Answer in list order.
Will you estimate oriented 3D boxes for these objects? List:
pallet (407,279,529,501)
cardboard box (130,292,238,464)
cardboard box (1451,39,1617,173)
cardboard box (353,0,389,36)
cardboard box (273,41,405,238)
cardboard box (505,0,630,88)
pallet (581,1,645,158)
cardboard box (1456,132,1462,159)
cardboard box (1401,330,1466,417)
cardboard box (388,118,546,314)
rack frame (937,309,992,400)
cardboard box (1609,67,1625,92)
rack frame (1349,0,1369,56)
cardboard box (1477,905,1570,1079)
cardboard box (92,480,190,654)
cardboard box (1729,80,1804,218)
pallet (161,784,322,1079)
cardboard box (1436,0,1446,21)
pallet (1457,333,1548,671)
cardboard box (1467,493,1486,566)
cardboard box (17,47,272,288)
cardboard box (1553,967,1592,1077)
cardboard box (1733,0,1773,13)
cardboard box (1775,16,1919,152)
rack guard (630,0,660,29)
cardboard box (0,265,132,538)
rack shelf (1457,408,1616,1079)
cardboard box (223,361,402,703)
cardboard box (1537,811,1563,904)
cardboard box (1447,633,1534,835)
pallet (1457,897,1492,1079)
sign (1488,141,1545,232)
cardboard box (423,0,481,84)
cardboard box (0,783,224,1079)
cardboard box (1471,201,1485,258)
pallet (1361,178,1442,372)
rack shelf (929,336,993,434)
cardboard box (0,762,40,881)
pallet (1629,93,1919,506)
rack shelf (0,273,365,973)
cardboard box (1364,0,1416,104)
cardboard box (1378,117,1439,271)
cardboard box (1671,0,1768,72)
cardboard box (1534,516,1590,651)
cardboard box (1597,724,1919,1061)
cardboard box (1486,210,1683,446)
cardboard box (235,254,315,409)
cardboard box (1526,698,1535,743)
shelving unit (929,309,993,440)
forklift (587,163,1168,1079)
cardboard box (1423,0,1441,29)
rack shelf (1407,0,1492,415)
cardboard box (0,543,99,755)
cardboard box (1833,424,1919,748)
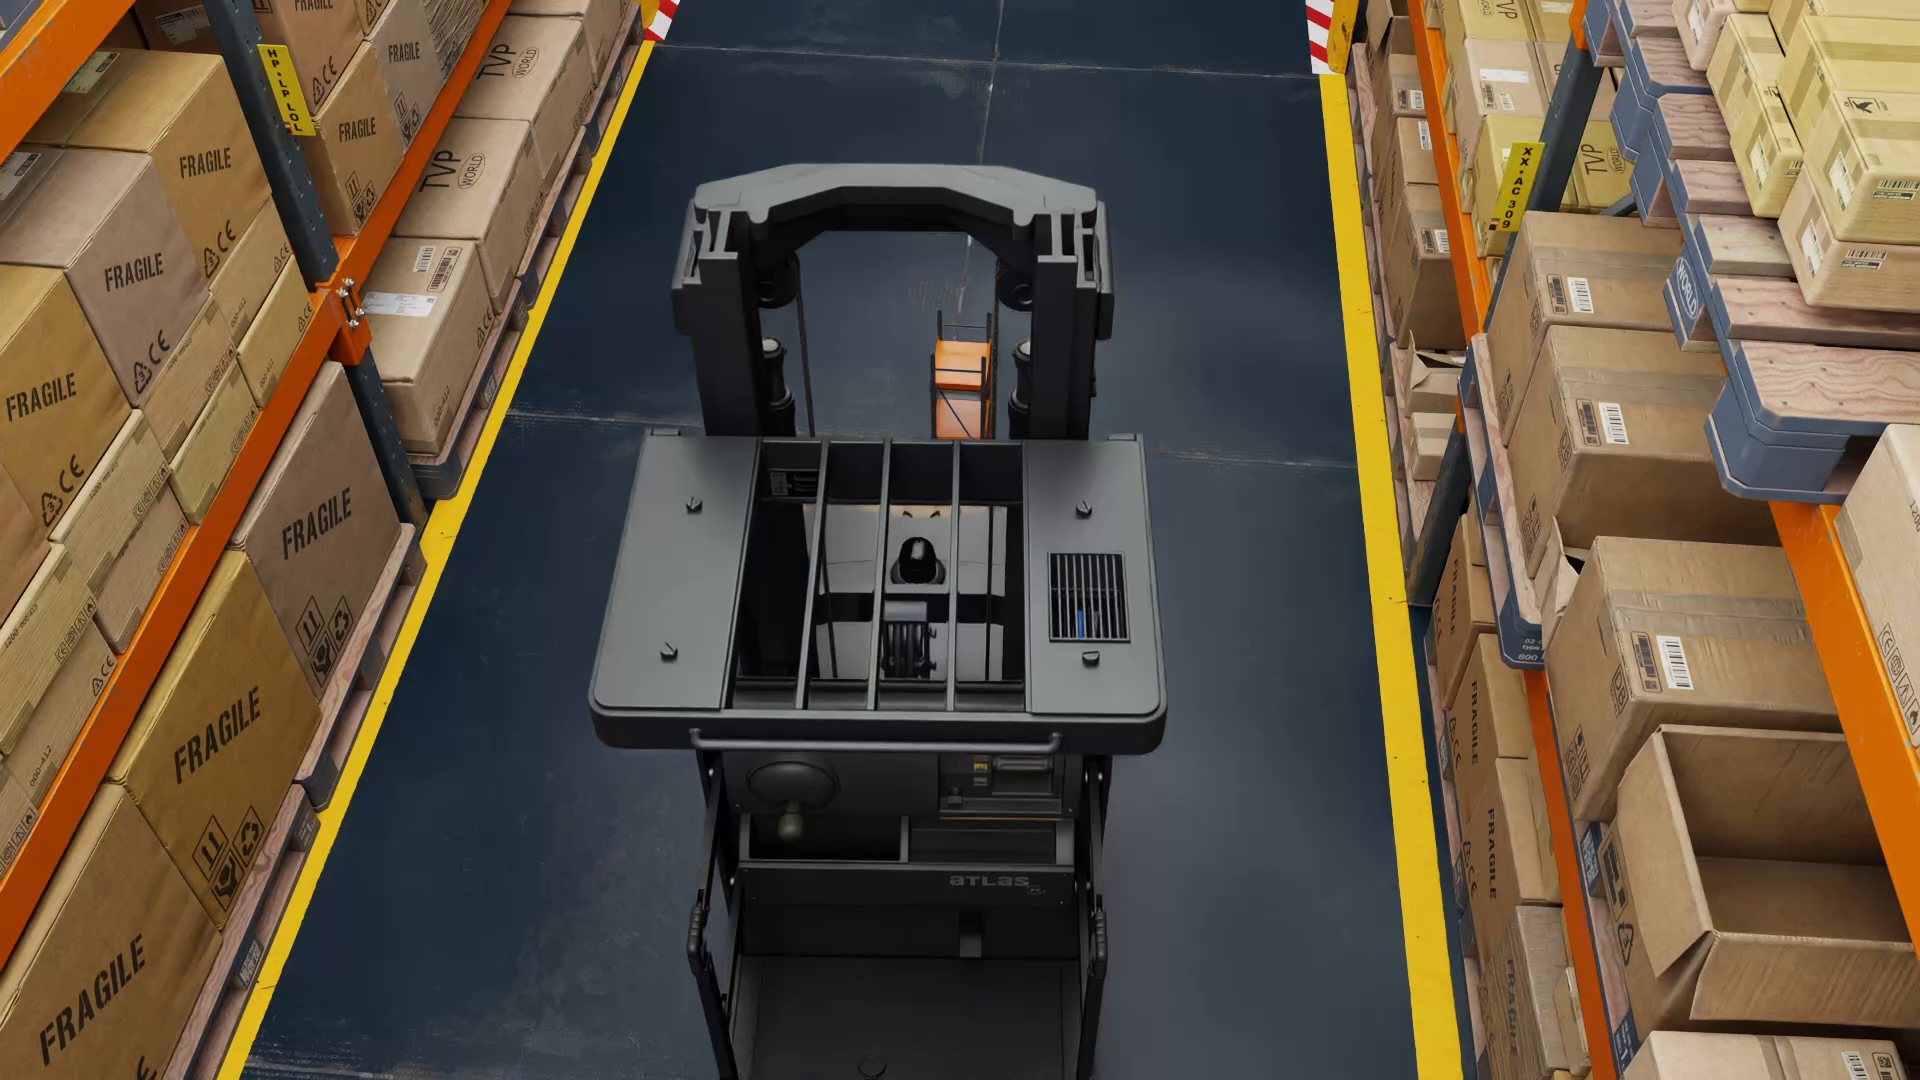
[{"bbox_3d":[-2.539,-0.707,7.253,1.003,0.211,1.213,4,48,4],"label":"pallet"},{"bbox_3d":[-2.522,-0.504,4.941,0.500,0.250,0.500,5,48,4],"label":"cardboard box"},{"bbox_3d":[2.092,-1.573,6.056,0.500,0.250,0.500,4,48,4],"label":"cardboard box"},{"bbox_3d":[-2.349,-2.170,5.956,0.500,0.500,0.500,3,48,3],"label":"cardboard box"},{"bbox_3d":[-2.383,-1.455,5.980,0.500,0.500,0.500,5,48,5],"label":"cardboard box"},{"bbox_3d":[-2.282,-2.819,8.747,0.875,0.438,0.875,2,48,2],"label":"cardboard box"},{"bbox_3d":[-2.317,-2.500,8.893,1.003,0.211,1.213,4,48,4],"label":"pallet"},{"bbox_3d":[2.087,-1.506,6.265,0.380,0.149,0.250,5,48,5],"label":"cardboard box"},{"bbox_3d":[2.048,-0.674,6.902,0.396,0.266,0.258,5,48,5],"label":"cardboard box"},{"bbox_3d":[-2.441,-1.483,7.526,0.875,0.438,0.875,3,48,2],"label":"cardboard box"},{"bbox_3d":[0.016,-0.483,6.481,0.200,1.050,0.008,4,48,4],"label":"rack frame"},{"bbox_3d":[2.610,-1.528,6.015,0.500,0.250,0.500,3,48,3],"label":"cardboard box"},{"bbox_3d":[2.622,-3.703,8.104,1.000,3.000,0.127,4,48,4],"label":"rack frame"},{"bbox_3d":[1.847,1.418,4.830,0.500,0.500,0.500,2,48,2],"label":"cardboard box"},{"bbox_3d":[-2.589,0.047,4.776,0.500,0.250,0.500,3,48,2],"label":"cardboard box"},{"bbox_3d":[1.711,-0.737,3.176,0.380,0.149,0.250,5,48,4],"label":"cardboard box"},{"bbox_3d":[-2.790,1.318,5.402,1.003,0.211,1.213,4,48,4],"label":"pallet"},{"bbox_3d":[2.198,-2.317,6.736,0.500,0.250,0.500,3,48,3],"label":"cardboard box"},{"bbox_3d":[2.076,-0.118,4.956,1.003,0.211,1.213,4,48,4],"label":"pallet"},{"bbox_3d":[1.959,-0.034,5.719,0.380,0.149,0.250,6,48,5],"label":"cardboard box"},{"bbox_3d":[-2.477,-1.120,4.996,0.500,0.500,0.500,5,48,5],"label":"cardboard box"},{"bbox_3d":[1.834,1.307,4.492,0.380,0.149,0.250,2,48,2],"label":"cardboard box"},{"bbox_3d":[1.777,-1.201,3.399,0.380,0.149,0.250,3,48,3],"label":"cardboard box"},{"bbox_3d":[1.744,-0.825,3.055,0.380,0.149,0.250,4,48,4],"label":"cardboard box"},{"bbox_3d":[-2.319,-3.208,9.345,1.175,0.500,0.348,4,48,4],"label":"rack guard"},{"bbox_3d":[-2.582,-0.368,4.309,0.500,0.500,0.500,5,48,5],"label":"cardboard box"},{"bbox_3d":[2.075,0.949,4.336,1.077,0.370,4.000,4,48,4],"label":"rack shelf"},{"bbox_3d":[-2.663,-0.058,5.925,0.875,0.875,0.875,5,48,5],"label":"cardboard box"},{"bbox_3d":[1.903,0.929,4.837,0.380,0.149,0.250,5,48,5],"label":"cardboard box"},{"bbox_3d":[1.950,0.671,5.513,0.500,0.500,0.500,3,48,3],"label":"cardboard box"},{"bbox_3d":[2.112,1.677,5.073,1.003,0.211,1.213,4,48,4],"label":"pallet"},{"bbox_3d":[1.716,-1.086,5.124,0.100,0.325,0.005,4,48,4],"label":"sign"},{"bbox_3d":[-2.281,-2.190,6.652,0.500,0.500,0.500,4,48,4],"label":"cardboard box"},{"bbox_3d":[-2.820,1.263,4.717,0.875,0.875,0.875,4,48,4],"label":"cardboard box"},{"bbox_3d":[2.037,-1.122,5.914,0.380,0.149,0.250,5,48,5],"label":"cardboard box"},{"bbox_3d":[2.429,-1.226,7.728,1.003,0.211,1.213,4,48,4],"label":"pallet"},{"bbox_3d":[0.005,-0.578,6.197,0.215,0.259,0.240,4,48,4],"label":"rack shelf"},{"bbox_3d":[-2.673,0.789,4.097,0.500,0.250,0.500,5,48,5],"label":"cardboard box"},{"bbox_3d":[2.036,-0.475,3.246,1.213,0.211,1.003,4,48,4],"label":"pallet"},{"bbox_3d":[-2.868,0.618,4.639,1.077,0.370,4.000,4,48,4],"label":"rack shelf"},{"bbox_3d":[2.472,-2.559,8.465,0.797,0.503,0.637,2,48,2],"label":"cardboard box"},{"bbox_3d":[2.207,-1.550,7.544,0.500,0.500,0.500,5,48,4],"label":"cardboard box"},{"bbox_3d":[1.742,-1.113,3.520,0.380,0.149,0.250,4,48,4],"label":"cardboard box"},{"bbox_3d":[1.748,0.136,4.400,0.396,0.266,0.258,6,48,5],"label":"cardboard box"},{"bbox_3d":[1.857,0.788,3.642,0.797,0.503,0.637,3,48,3],"label":"cardboard box"},{"bbox_3d":[1.990,-0.598,4.912,0.700,0.500,0.500,5,48,5],"label":"cardboard box"},{"bbox_3d":[-2.476,-0.697,5.456,0.500,0.250,0.500,3,48,3],"label":"cardboard box"},{"bbox_3d":[1.988,0.566,5.169,0.380,0.149,0.250,3,48,3],"label":"cardboard box"},{"bbox_3d":[0.005,-0.394,6.399,0.215,1.050,0.252,4,48,4],"label":"shelving unit"},{"bbox_3d":[-0.148,0.682,4.140,1.130,2.935,3.031,1,48,1],"label":"forklift"},{"bbox_3d":[2.148,-2.256,6.951,0.380,0.149,0.250,5,48,4],"label":"cardboard box"},{"bbox_3d":[2.439,-1.990,7.025,1.077,0.370,4.000,4,48,4],"label":"rack shelf"},{"bbox_3d":[-2.593,0.254,4.247,0.500,0.250,0.500,5,48,4],"label":"cardboard box"},{"bbox_3d":[1.788,0.084,2.709,0.500,0.250,0.500,4,48,4],"label":"cardboard box"}]
